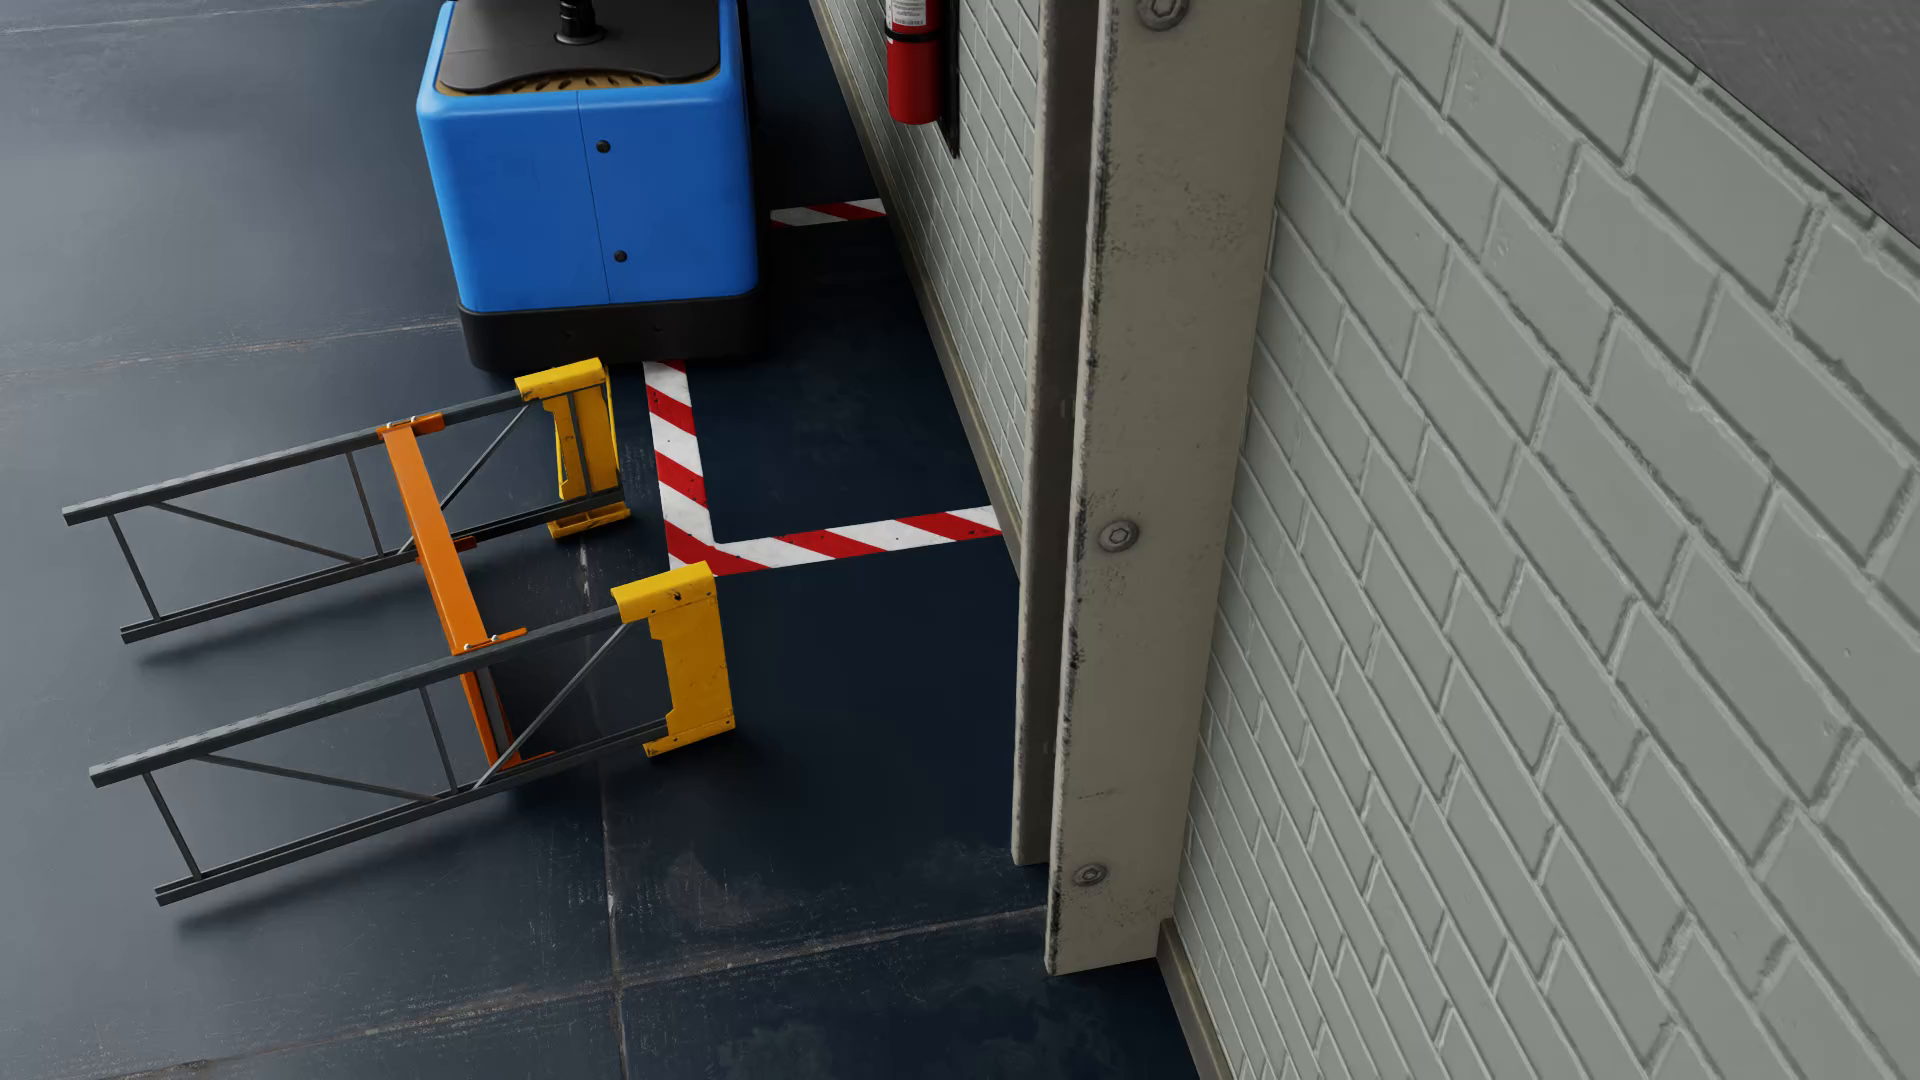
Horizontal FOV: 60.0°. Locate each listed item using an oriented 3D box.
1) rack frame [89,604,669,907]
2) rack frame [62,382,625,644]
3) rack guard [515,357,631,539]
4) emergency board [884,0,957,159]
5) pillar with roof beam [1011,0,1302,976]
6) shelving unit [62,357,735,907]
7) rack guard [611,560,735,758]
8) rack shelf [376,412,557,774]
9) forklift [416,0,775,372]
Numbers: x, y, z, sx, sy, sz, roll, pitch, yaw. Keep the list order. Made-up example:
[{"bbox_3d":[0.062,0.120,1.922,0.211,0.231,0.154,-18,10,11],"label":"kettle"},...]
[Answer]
[{"bbox_3d":[-1.320,0.504,4.221,1.500,0.500,0.032,-18,45,-18],"label":"rack frame"},{"bbox_3d":[-1.753,-0.107,4.909,1.500,0.500,0.032,-18,45,-18],"label":"rack frame"},{"bbox_3d":[-1.179,-0.274,5.093,0.250,0.587,0.087,-18,45,-18],"label":"rack guard"},{"bbox_3d":[-0.171,-1.816,5.037,0.194,1.169,0.643,-8,42,-9],"label":"emergency board"},{"bbox_3d":[-3.878,-1.836,0.539,9.100,9.000,0.400,-8,42,-9],"label":"pillar with roof beam"},{"bbox_3d":[-1.533,0.204,4.559,1.500,0.587,1.083,-18,45,-18],"label":"shelving unit"},{"bbox_3d":[-0.755,0.324,4.419,0.250,0.587,0.087,-18,45,-18],"label":"rack guard"},{"bbox_3d":[-1.374,0.147,4.622,0.185,0.538,1.000,-18,45,-18],"label":"rack shelf"},{"bbox_3d":[-1.380,-2.659,6.037,1.130,2.935,3.031,-5,42,-5],"label":"forklift"}]
